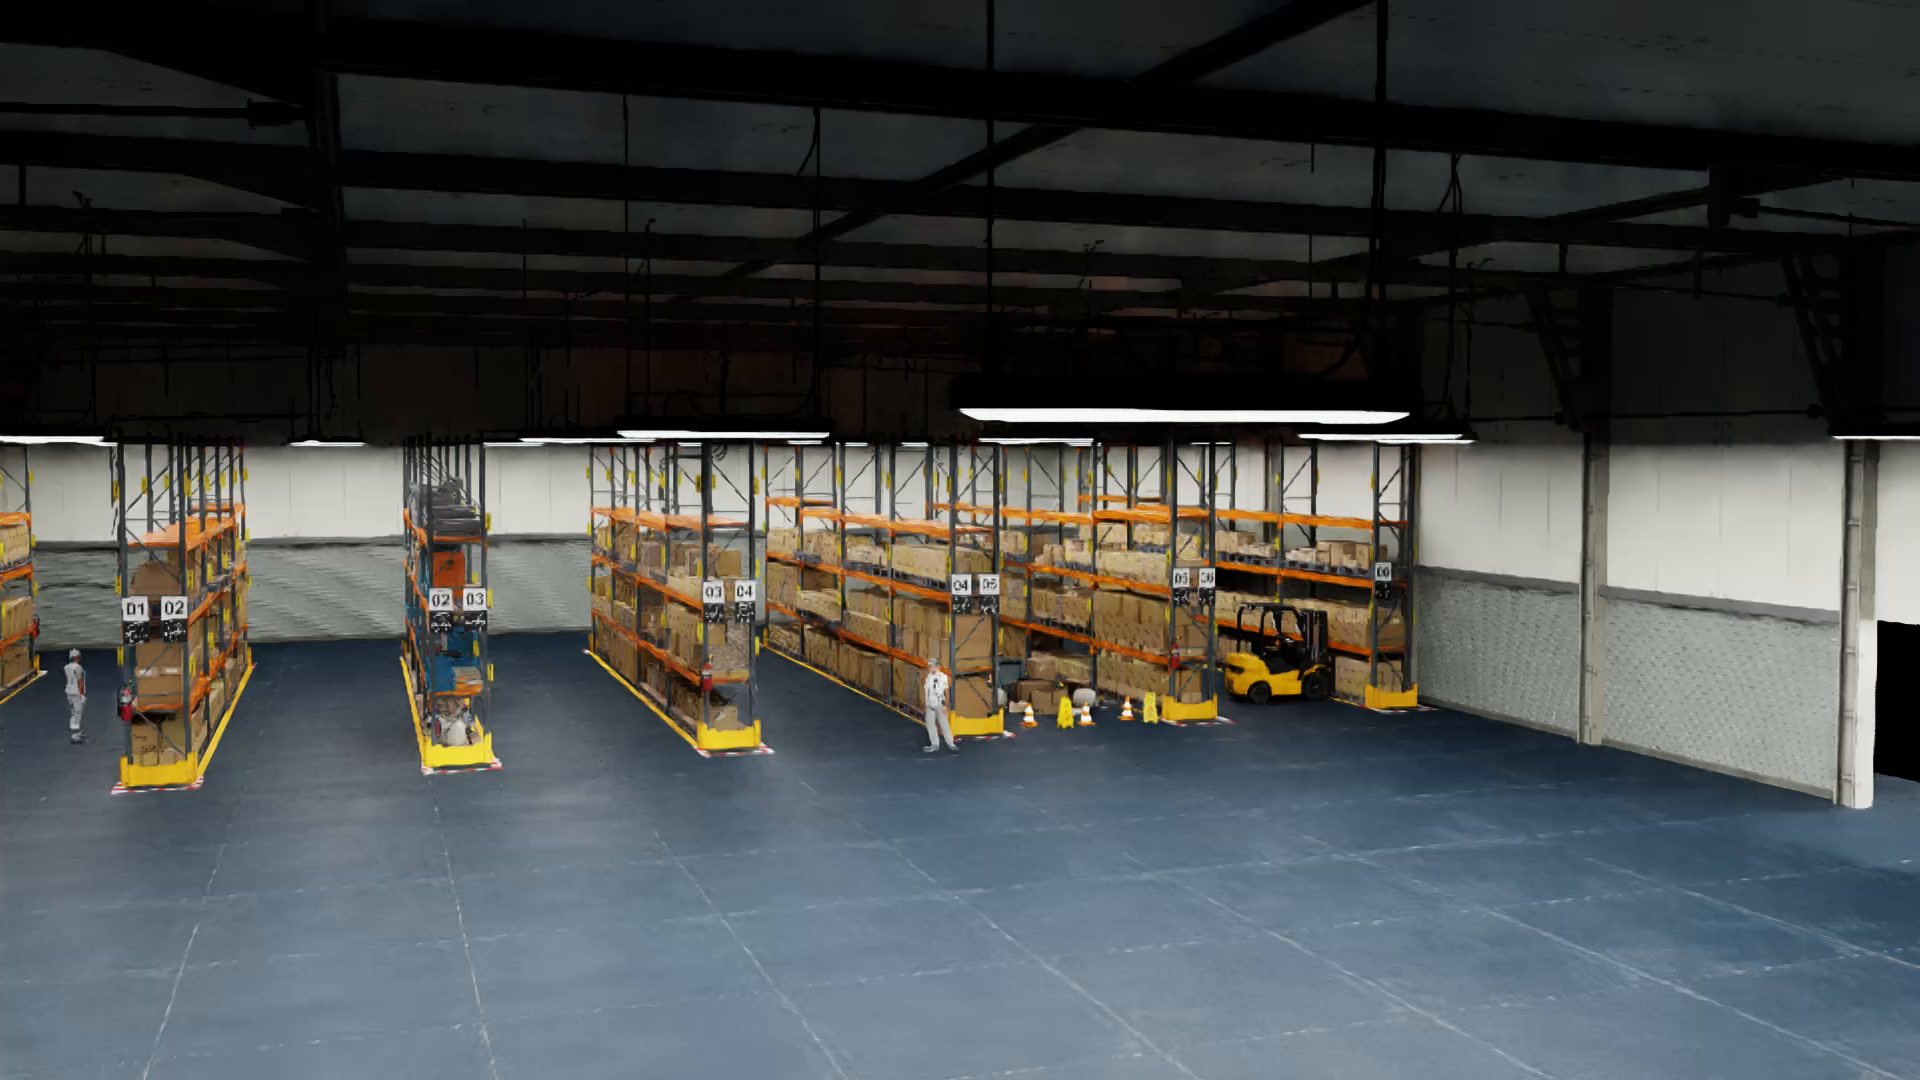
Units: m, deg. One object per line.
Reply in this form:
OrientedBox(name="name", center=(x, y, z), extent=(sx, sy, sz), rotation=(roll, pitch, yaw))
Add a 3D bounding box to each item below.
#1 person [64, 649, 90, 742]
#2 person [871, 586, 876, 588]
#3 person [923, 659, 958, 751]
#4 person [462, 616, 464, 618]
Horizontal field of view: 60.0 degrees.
OrientedBox(name="person", center=(-17.174, 3.012, 32.404), extent=(0.600, 1.787, 0.443), rotation=(3, 4, 40))
OrientedBox(name="person", center=(-2.530, 2.177, 49.003), extent=(0.614, 1.667, 0.681), rotation=(-1, 3, -24))
OrientedBox(name="person", center=(-0.398, 3.109, 31.501), extent=(0.653, 1.745, 0.539), rotation=(3, 4, 42))
OrientedBox(name="person", center=(-12.948, 2.480, 43.691), extent=(0.511, 1.598, 1.057), rotation=(-2, 4, -29))
